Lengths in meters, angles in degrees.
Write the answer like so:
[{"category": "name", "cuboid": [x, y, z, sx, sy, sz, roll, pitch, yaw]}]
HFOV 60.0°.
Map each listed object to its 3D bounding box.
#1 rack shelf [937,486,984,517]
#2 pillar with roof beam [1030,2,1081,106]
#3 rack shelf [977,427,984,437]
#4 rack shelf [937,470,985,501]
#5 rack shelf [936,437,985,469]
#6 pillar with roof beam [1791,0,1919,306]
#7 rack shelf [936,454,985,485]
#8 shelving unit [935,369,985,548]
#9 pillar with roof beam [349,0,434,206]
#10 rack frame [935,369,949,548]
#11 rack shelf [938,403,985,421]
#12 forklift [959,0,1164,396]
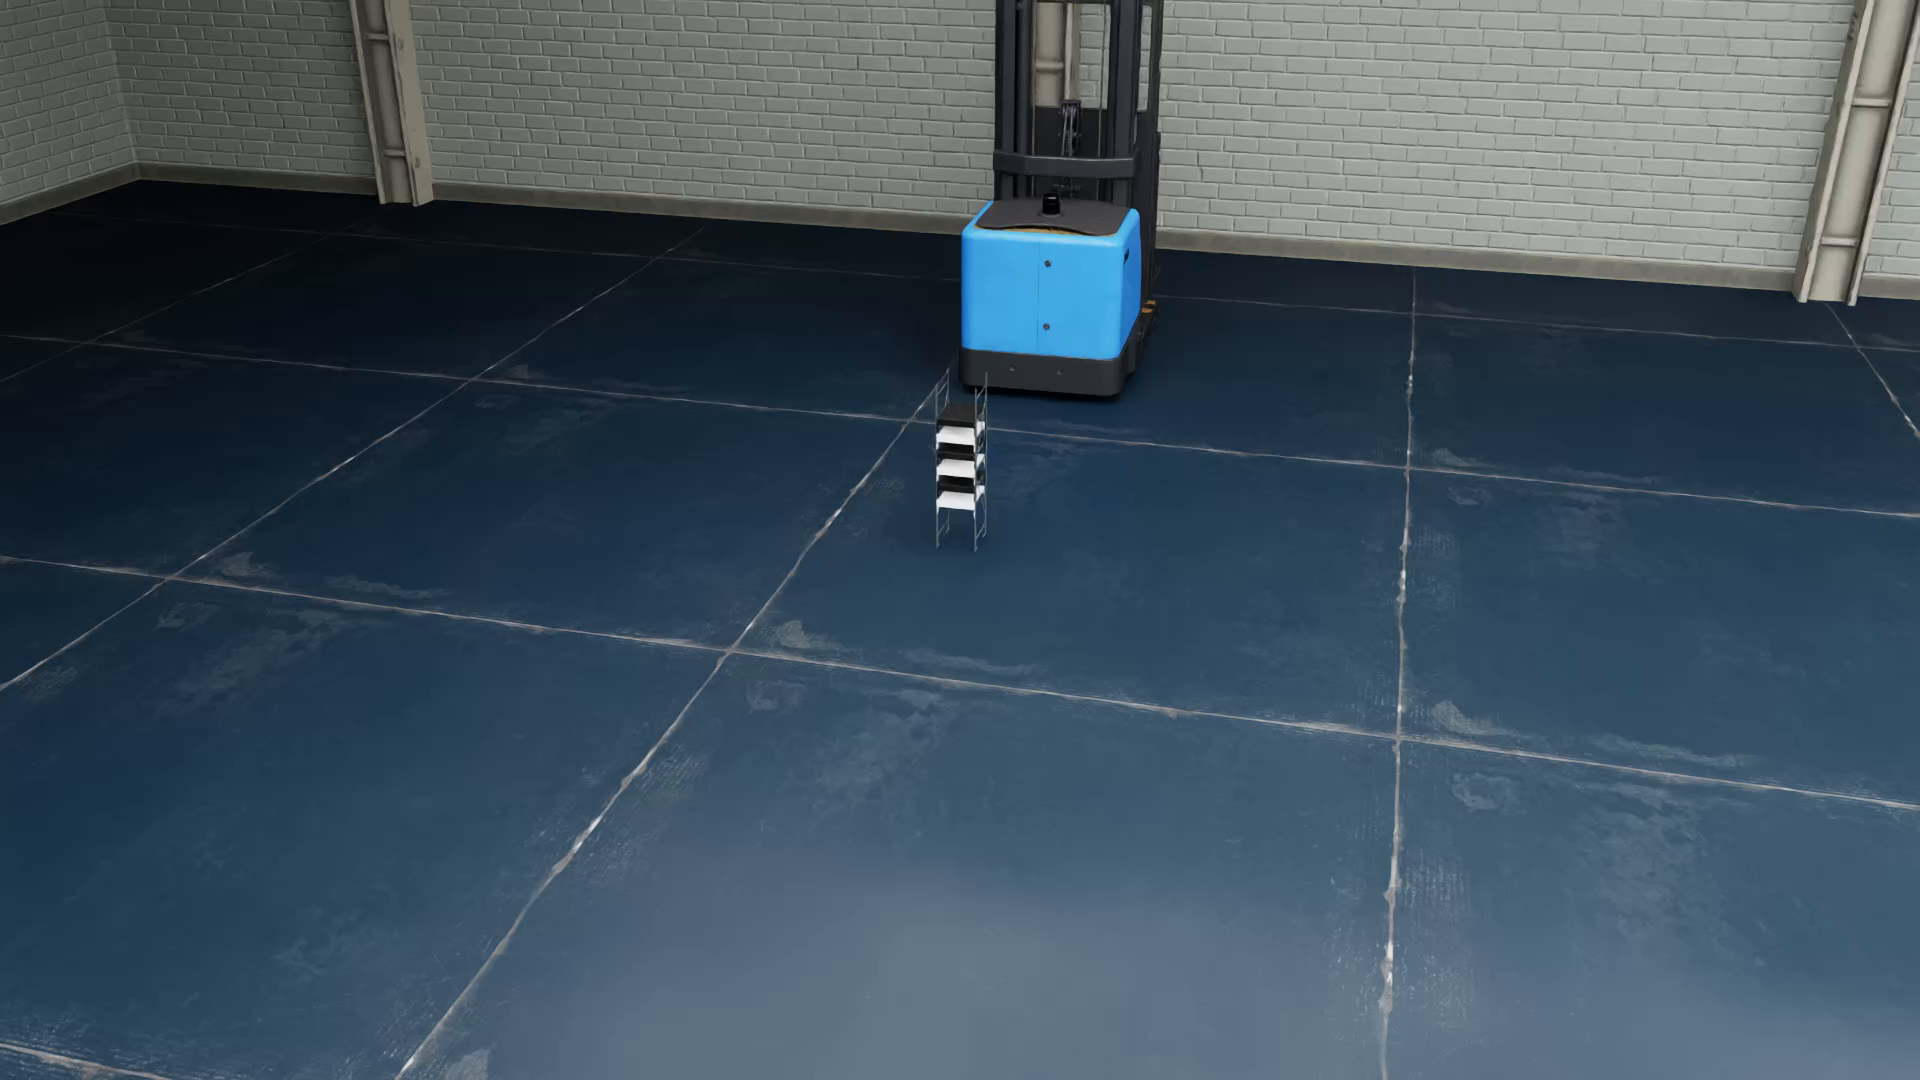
[{"category": "rack shelf", "cuboid": [0.008, -0.213, 8.646, 0.200, 0.077, 0.258, 6, 26, 13]}, {"category": "pillar with roof beam", "cuboid": [-0.344, -4.748, 8.253, 0.400, 9.000, 9.100, 6, 26, 13]}, {"category": "rack shelf", "cuboid": [0.008, -0.551, 8.485, 0.184, 0.015, 0.199, 6, 26, 13]}, {"category": "rack shelf", "cuboid": [0.008, -0.294, 8.608, 0.200, 0.077, 0.258, 6, 26, 13]}, {"category": "rack shelf", "cuboid": [0.008, -0.457, 8.530, 0.200, 0.077, 0.258, 6, 26, 13]}, {"category": "pillar with roof beam", "cuboid": [5.467, -4.105, 6.904, 0.400, 9.000, 9.100, 6, 26, 13]}, {"category": "rack shelf", "cuboid": [0.008, -0.375, 8.569, 0.200, 0.077, 0.258, 6, 26, 13]}, {"category": "shelving unit", "cuboid": [0.006, -0.406, 8.555, 0.205, 0.900, 0.258, 6, 26, 13]}, {"category": "pillar with roof beam", "cuboid": [-6.155, -5.390, 9.603, 0.400, 9.000, 9.100, 6, 26, 13]}, {"category": "rack frame", "cuboid": [-0.091, -0.416, 8.578, 0.006, 0.900, 0.240, 6, 26, 13]}, {"category": "rack shelf", "cuboid": [0.008, -0.638, 8.444, 0.190, 0.026, 0.221, 6, 26, 13]}, {"category": "forklift", "cuboid": [0.828, -2.814, 11.325, 1.129, 2.867, 3.031, 6, 26, 12]}]
